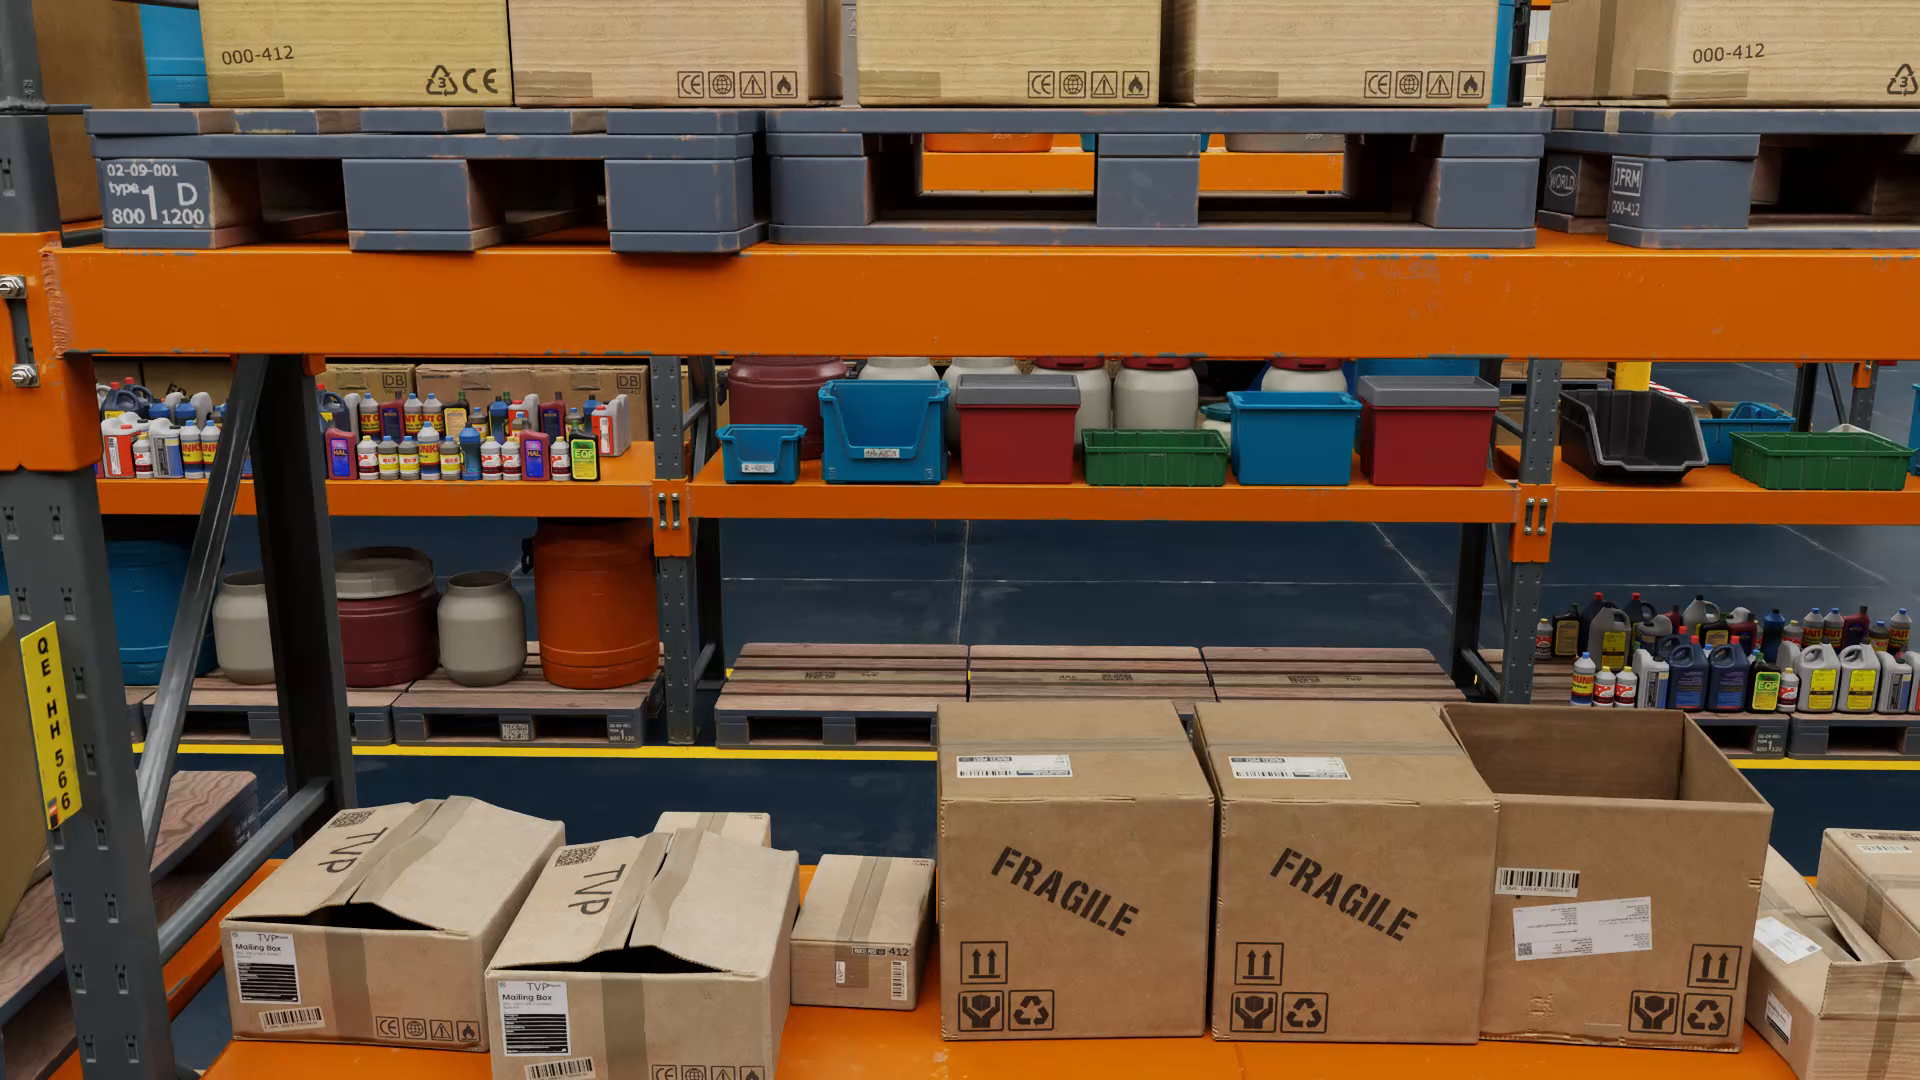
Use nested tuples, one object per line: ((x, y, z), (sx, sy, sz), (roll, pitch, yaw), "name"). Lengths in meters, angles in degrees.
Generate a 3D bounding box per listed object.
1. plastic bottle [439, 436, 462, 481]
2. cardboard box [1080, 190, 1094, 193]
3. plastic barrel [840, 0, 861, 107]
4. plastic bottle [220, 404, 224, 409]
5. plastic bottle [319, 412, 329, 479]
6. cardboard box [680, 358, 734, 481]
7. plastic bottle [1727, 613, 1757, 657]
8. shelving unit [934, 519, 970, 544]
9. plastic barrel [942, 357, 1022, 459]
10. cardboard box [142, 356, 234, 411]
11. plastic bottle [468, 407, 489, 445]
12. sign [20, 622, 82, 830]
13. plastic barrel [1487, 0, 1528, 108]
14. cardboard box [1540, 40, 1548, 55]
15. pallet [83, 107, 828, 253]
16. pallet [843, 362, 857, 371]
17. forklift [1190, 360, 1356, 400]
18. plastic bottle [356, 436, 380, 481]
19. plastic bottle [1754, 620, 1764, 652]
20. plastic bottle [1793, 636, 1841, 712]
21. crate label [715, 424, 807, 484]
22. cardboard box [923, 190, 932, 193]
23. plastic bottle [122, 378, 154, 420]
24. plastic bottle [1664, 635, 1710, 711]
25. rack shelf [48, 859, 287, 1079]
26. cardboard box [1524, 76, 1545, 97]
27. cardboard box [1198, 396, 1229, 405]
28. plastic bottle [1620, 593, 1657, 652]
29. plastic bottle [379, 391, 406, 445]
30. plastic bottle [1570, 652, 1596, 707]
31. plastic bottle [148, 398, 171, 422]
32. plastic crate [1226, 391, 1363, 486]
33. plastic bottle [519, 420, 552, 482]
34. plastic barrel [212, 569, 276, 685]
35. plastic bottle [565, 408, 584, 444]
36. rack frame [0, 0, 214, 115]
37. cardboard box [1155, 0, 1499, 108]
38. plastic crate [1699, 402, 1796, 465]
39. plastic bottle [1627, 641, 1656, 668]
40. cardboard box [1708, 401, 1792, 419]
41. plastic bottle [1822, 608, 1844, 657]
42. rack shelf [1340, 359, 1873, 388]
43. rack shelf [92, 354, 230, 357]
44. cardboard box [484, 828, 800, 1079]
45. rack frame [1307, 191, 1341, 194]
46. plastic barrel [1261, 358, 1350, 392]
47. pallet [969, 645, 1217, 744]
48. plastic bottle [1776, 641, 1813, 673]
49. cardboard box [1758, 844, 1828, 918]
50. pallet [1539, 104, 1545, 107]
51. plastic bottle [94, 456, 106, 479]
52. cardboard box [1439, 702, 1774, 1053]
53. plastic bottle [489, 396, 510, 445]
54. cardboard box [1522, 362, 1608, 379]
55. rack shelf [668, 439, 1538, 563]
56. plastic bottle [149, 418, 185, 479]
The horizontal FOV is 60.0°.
((-2.392, -0.385, 7.810), (0.097, 0.201, 0.097), (0, 15, 0), "plastic bottle")
((1.497, -3.620, 17.524), (0.500, 0.500, 0.700), (0, 15, 2), "cardboard box")
((-0.524, -2.211, 7.477), (0.600, 0.901, 0.600), (0, 15, 0), "plastic barrel")
((-3.700, -0.617, 8.540), (0.135, 0.276, 0.152), (0, 15, 1), "plastic bottle")
((-3.055, -0.468, 7.830), (0.185, 0.351, 0.144), (0, 15, 1), "plastic bottle")
((-1.902, -1.027, 13.196), (0.875, 0.875, 1.225), (0, 15, -1), "cardboard box")
((3.985, 0.511, 8.484), (0.133, 0.283, 0.061), (0, 15, 1), "plastic bottle")
((-0.053, -0.508, 11.707), (0.252, 1.050, 0.215), (0, 15, 1), "shelving unit")
((0.115, -0.678, 8.310), (0.421, 0.512, 0.421), (0, 15, 0), "plastic barrel")
((-5.869, -1.068, 13.351), (0.875, 0.875, 0.875), (0, 15, 1), "cardboard box")
((-2.475, -0.580, 8.546), (0.097, 0.201, 0.097), (0, 15, 0), "plastic bottle")
((-1.474, 0.301, 2.703), (0.005, 0.325, 0.100), (0, 15, 1), "sign")
((2.145, -2.193, 7.411), (0.708, 0.901, 0.600), (0, 15, 1), "plastic barrel")
((5.902, -4.940, 16.716), (0.250, 0.149, 0.380), (1, 15, 2), "cardboard box")
((-0.789, -0.693, 3.077), (1.003, 0.211, 1.213), (1, 15, 4), "pallet")
((-1.766, -1.763, 18.109), (1.213, 0.211, 1.003), (0, 15, 1), "pallet")
((1.906, -2.163, 14.294), (3.031, 2.935, 1.130), (-1, 15, -3), "forklift")
((-2.782, -0.388, 7.819), (0.097, 0.201, 0.097), (0, 15, 0), "plastic bottle")
((4.106, 0.518, 8.621), (0.097, 0.201, 0.097), (0, 15, 0), "plastic bottle")
((4.069, 0.631, 7.900), (0.185, 0.351, 0.144), (0, 15, 1), "plastic bottle")
((-0.928, -0.399, 7.802), (0.416, 0.233, 0.303), (0, 15, 1), "crate label")
((-0.537, -3.632, 17.572), (0.500, 0.500, 0.700), (0, 15, 1), "cardboard box")
((-4.226, -0.657, 8.548), (0.185, 0.351, 0.144), (0, 15, 1), "plastic bottle")
((3.455, 0.627, 7.915), (0.185, 0.351, 0.144), (1, 15, 3), "plastic bottle")
((-3.469, 1.019, 3.507), (4.000, 0.370, 1.077), (0, 15, 1), "rack shelf")
((4.152, -3.300, 12.099), (0.250, 0.149, 0.380), (0, 15, 0), "cardboard box")
((2.172, -0.829, 13.141), (0.500, 0.500, 0.700), (-1, 15, -3), "cardboard box")
((3.502, 0.447, 8.594), (0.185, 0.351, 0.144), (0, 15, -1), "plastic bottle")
((-2.918, -0.627, 8.564), (0.133, 0.283, 0.061), (0, 15, 1), "plastic bottle")
((2.967, 0.668, 7.915), (0.097, 0.271, 0.097), (0, 15, 0), "plastic bottle")
((-4.051, -0.585, 8.429), (0.097, 0.271, 0.097), (0, 15, 0), "plastic bottle")
((1.548, -0.473, 7.783), (0.575, 0.384, 0.392), (0, 15, 1), "plastic crate")
((-1.986, -0.418, 7.772), (0.133, 0.283, 0.061), (0, 15, 1), "plastic bottle")
((-3.525, 0.434, 8.368), (0.421, 0.512, 0.421), (0, 15, 0), "plastic barrel")
((-1.976, -0.576, 8.534), (0.097, 0.201, 0.097), (0, 15, 0), "plastic bottle")
((-1.470, -2.216, 2.600), (0.127, 3.000, 1.000), (0, 15, 1), "rack frame")
((0.619, -0.898, 2.956), (0.500, 0.250, 0.500), (-1, 15, -3), "cardboard box")
((3.772, -0.543, 8.309), (0.616, 0.251, 0.499), (0, 15, 1), "plastic crate")
((3.293, 0.630, 8.035), (0.133, 0.283, 0.061), (0, 15, 1), "plastic bottle")
((6.161, -0.792, 13.040), (0.500, 0.500, 0.500), (3, 15, 12), "cardboard box")
((4.511, 0.486, 8.602), (0.097, 0.271, 0.097), (0, 15, 0), "plastic bottle")
((4.785, -1.455, 12.885), (4.000, 0.370, 1.077), (0, 15, 1), "rack shelf")
((-7.211, -1.533, 13.181), (4.000, 0.370, 1.077), (0, 15, 1), "rack shelf")
((-0.581, 0.783, 3.168), (0.500, 0.311, 0.500), (0, 15, 1), "cardboard box")
((2.786, -1.816, 12.842), (0.127, 3.000, 1.000), (0, 15, 1), "rack frame")
((1.708, -0.681, 8.273), (0.433, 0.535, 0.433), (0, 15, 0), "plastic barrel")
((0.650, 0.793, 8.420), (1.213, 0.211, 1.003), (0, 15, 1), "pallet")
((4.048, 0.629, 8.054), (0.135, 0.276, 0.152), (0, 15, 1), "plastic bottle")
((1.648, 0.774, 3.518), (0.250, 0.149, 0.380), (0, 15, 1), "cardboard box")
((3.383, -1.932, 7.773), (1.003, 0.211, 1.213), (0, 15, 1), "pallet")
((-4.095, -0.431, 7.824), (0.133, 0.283, 0.061), (0, 15, 1), "plastic bottle")
((1.235, 0.650, 3.302), (0.500, 0.500, 0.500), (1, 15, 5), "cardboard box")
((-2.343, -0.597, 8.475), (0.097, 0.271, 0.097), (0, 15, 0), "plastic bottle")
((6.332, -2.217, 17.706), (0.875, 0.875, 0.875), (0, 15, 2), "cardboard box")
((0.660, -0.218, 8.196), (4.000, 0.370, 1.077), (0, 15, 1), "rack shelf")
((-3.728, -0.437, 7.860), (0.135, 0.276, 0.152), (0, 15, 1), "plastic bottle")
